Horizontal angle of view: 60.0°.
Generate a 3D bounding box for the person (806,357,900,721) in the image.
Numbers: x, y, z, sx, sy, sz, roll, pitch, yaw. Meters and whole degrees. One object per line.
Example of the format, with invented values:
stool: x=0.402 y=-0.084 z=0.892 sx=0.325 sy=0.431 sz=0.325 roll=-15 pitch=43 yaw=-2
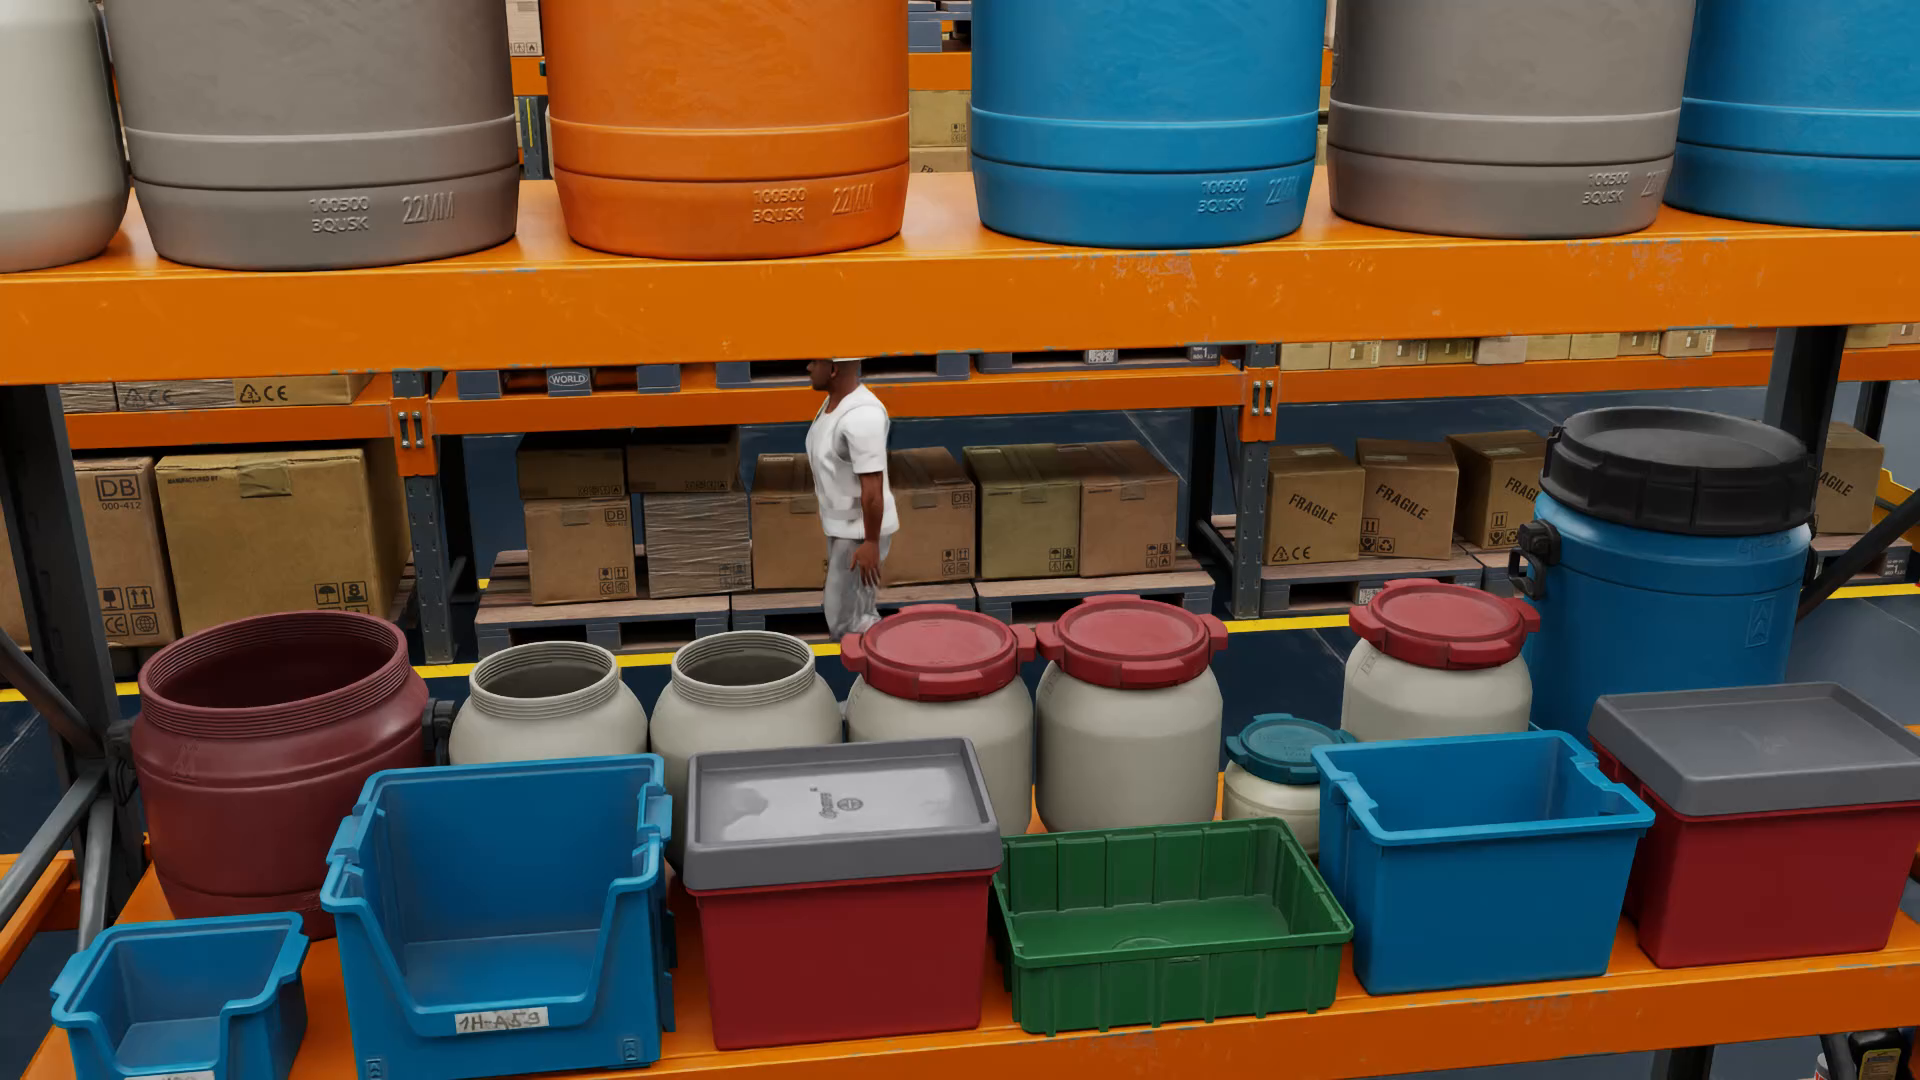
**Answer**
person: x=-0.383 y=-0.053 z=7.125 sx=0.565 sy=1.760 sz=0.604 roll=-5 pitch=20 yaw=-14
